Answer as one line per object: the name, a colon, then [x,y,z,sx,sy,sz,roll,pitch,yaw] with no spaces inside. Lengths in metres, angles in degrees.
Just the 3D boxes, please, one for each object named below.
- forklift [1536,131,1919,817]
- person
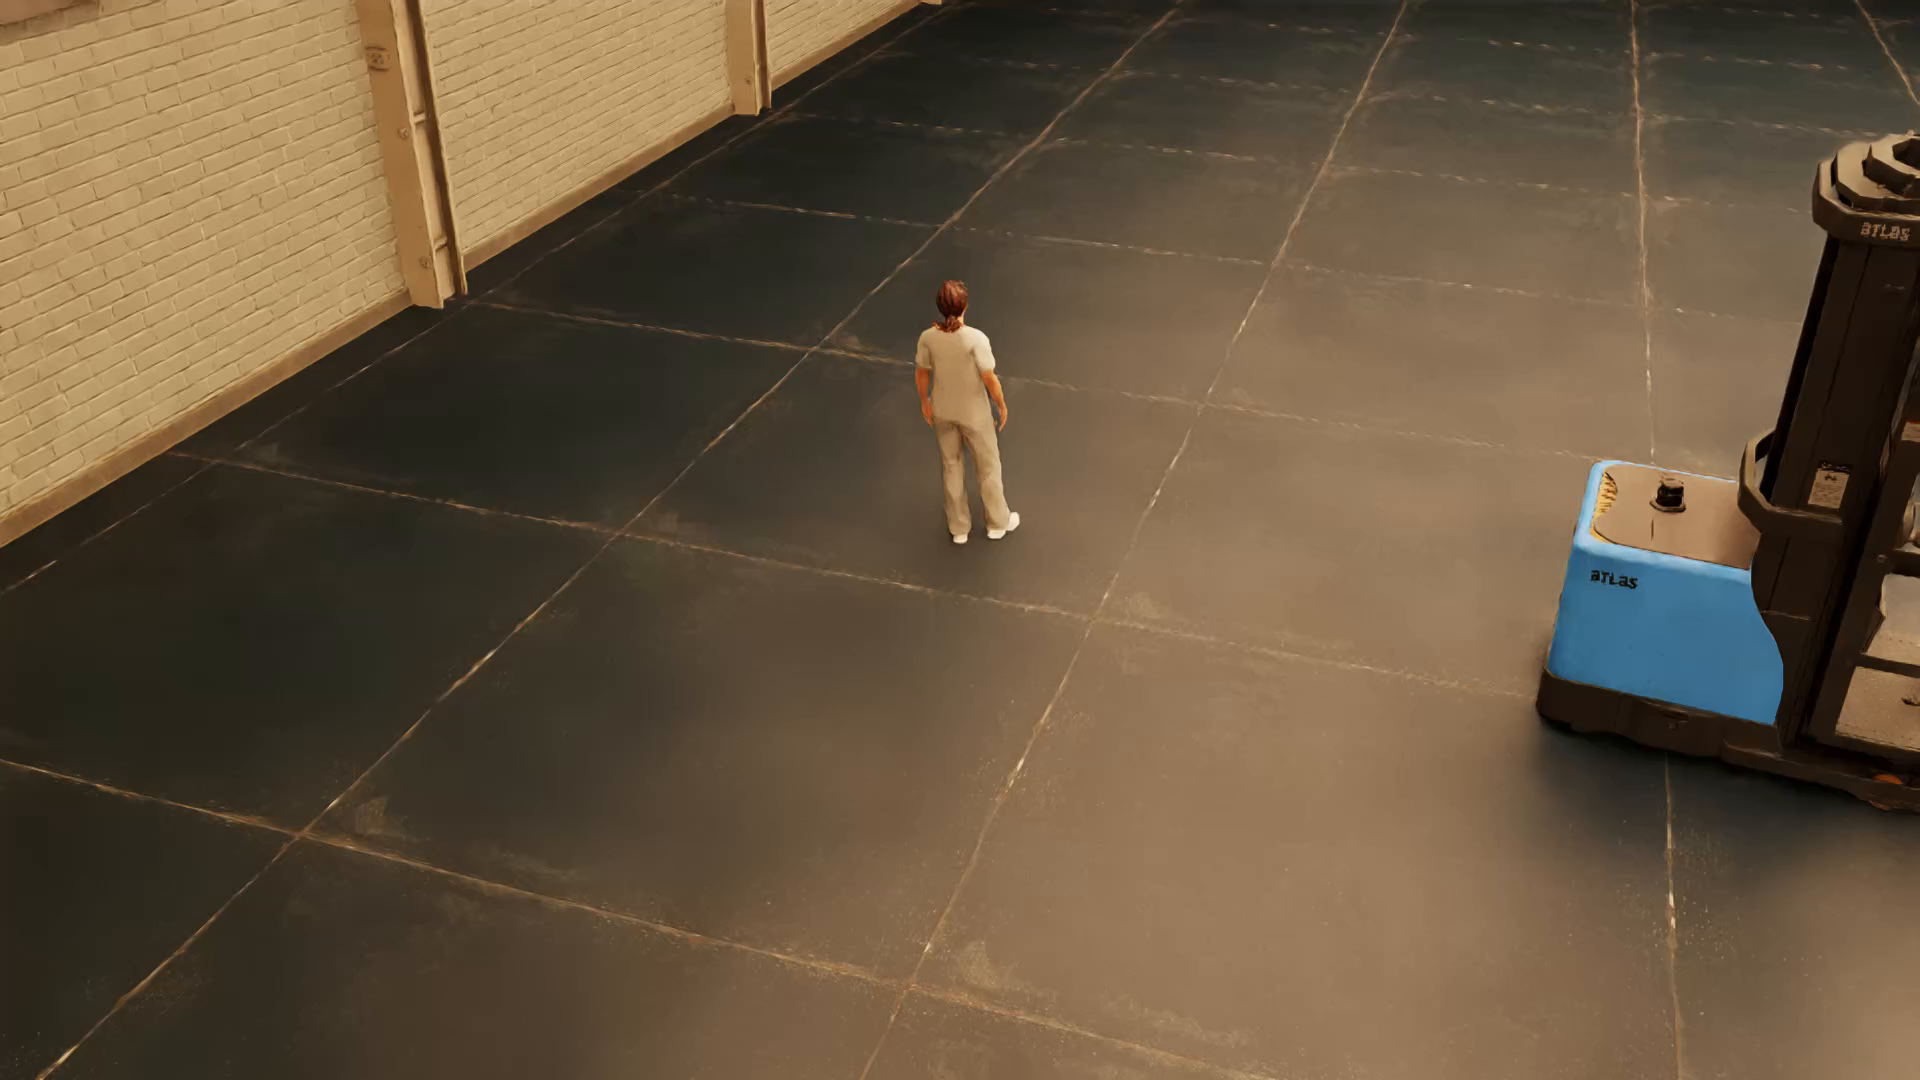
forklift: [4.496,-0.262,7.596,3.031,2.935,1.130,12,32,21]
person: [0.039,-0.765,9.744,0.550,1.663,0.532,10,31,16]
